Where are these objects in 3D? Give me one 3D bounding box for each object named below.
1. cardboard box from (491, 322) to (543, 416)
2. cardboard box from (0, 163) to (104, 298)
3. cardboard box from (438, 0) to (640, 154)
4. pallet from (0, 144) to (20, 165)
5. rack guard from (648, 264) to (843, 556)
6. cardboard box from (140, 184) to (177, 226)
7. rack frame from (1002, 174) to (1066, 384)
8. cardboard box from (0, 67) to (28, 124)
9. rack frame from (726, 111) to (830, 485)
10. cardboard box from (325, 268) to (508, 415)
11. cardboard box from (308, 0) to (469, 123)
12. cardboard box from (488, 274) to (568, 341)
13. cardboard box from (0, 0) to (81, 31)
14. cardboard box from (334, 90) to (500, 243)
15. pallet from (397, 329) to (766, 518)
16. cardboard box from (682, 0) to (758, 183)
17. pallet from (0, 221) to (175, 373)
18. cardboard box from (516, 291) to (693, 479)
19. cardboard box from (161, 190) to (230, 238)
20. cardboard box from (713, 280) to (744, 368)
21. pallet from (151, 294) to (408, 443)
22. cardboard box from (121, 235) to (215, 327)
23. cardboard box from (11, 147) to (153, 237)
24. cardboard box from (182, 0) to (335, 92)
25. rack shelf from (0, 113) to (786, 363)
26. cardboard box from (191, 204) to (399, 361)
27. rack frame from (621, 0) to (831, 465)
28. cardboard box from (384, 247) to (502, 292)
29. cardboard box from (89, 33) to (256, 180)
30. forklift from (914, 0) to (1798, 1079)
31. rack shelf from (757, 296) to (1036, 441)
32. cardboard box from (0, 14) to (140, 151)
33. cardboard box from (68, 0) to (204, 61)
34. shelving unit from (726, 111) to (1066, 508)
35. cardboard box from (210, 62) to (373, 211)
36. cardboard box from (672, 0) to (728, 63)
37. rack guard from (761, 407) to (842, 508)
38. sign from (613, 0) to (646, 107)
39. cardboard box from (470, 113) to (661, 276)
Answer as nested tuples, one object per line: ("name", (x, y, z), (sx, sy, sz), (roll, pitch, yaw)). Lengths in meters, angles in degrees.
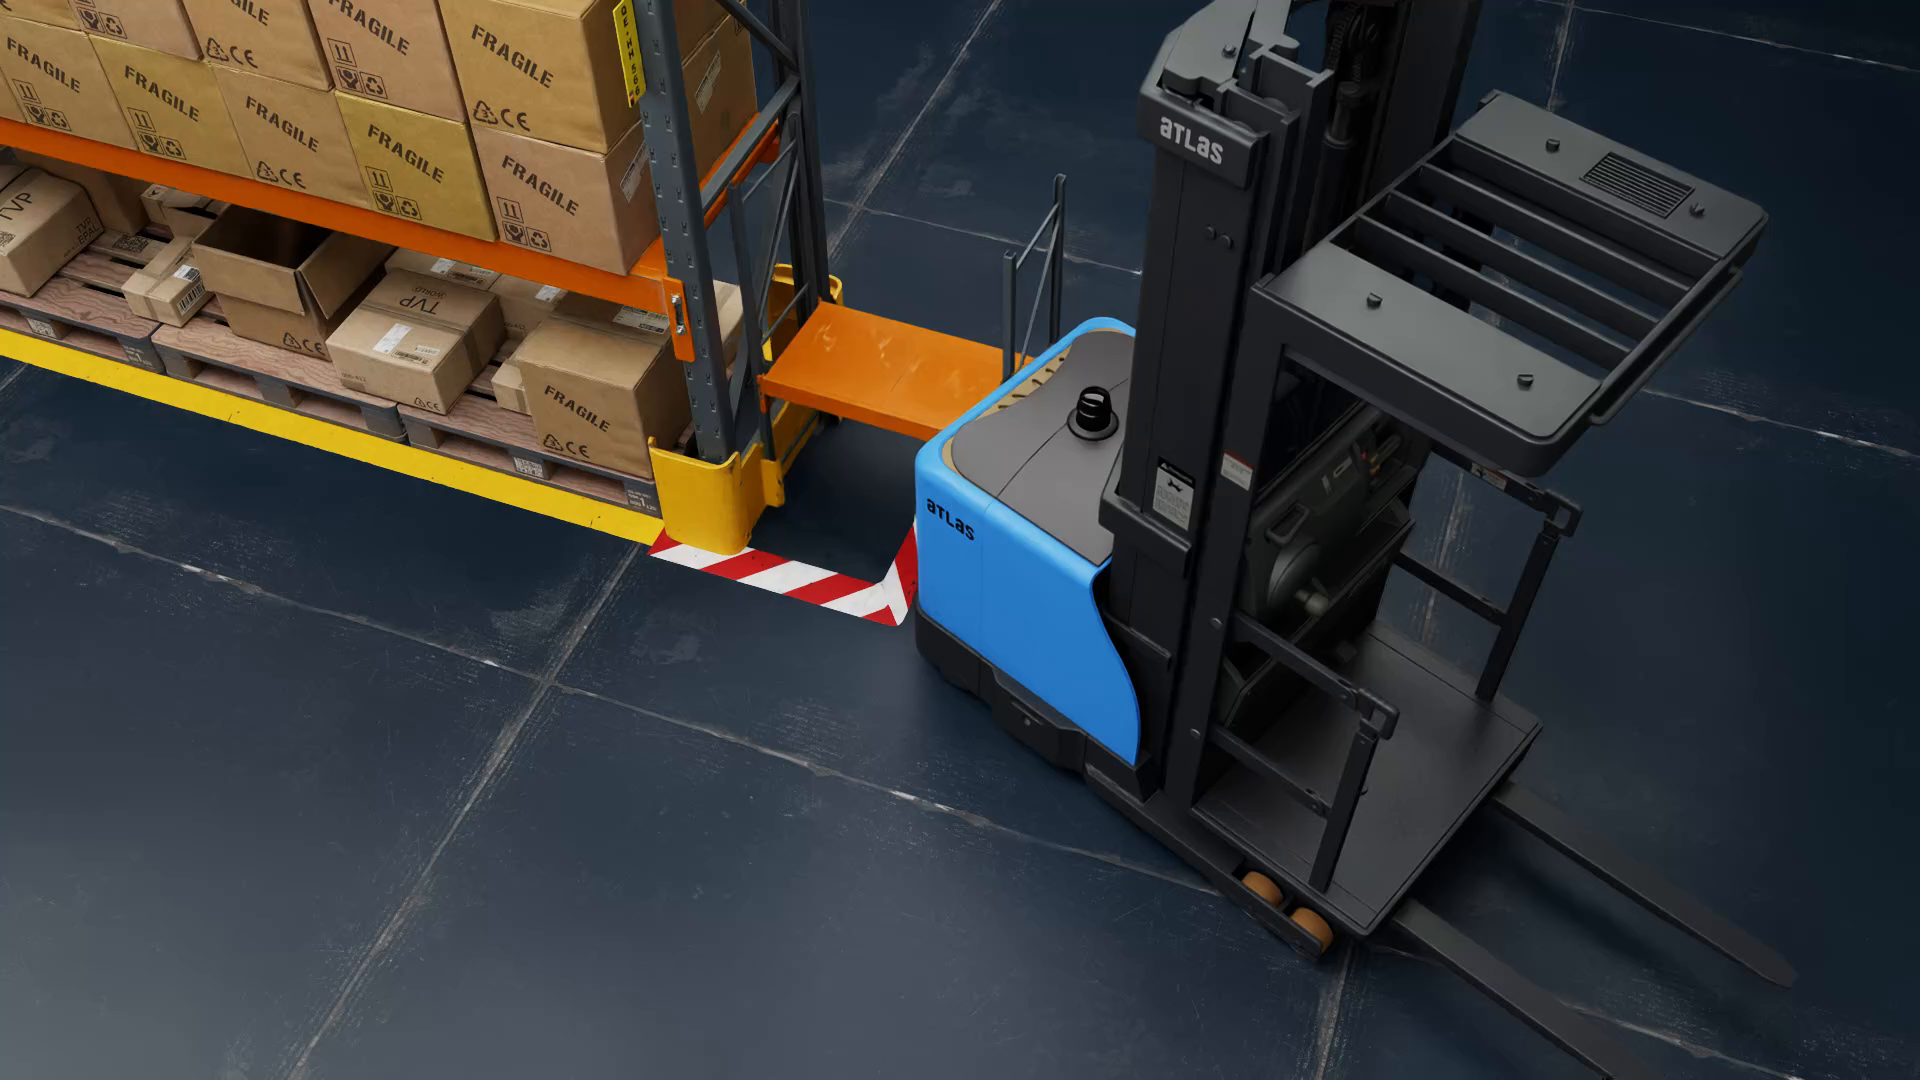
("cardboard box", (-1.706, -0.699, 6.822), (0.250, 0.166, 0.380), (16, 51, 13))
("cardboard box", (-4.195, -1.393, 7.327), (0.500, 0.311, 0.500), (16, 51, 13))
("cardboard box", (-1.274, -1.628, 5.314), (0.500, 0.500, 0.500), (15, 51, 13))
("pallet", (-5.290, -1.666, 7.921), (1.213, 0.211, 1.003), (16, 51, 13))
("rack guard", (-0.833, -0.547, 6.760), (0.348, 0.500, 1.175), (16, 51, 13))
("cardboard box", (-3.508, -1.600, 7.614), (0.250, 0.149, 0.380), (16, 51, 13))
("rack frame", (0.261, -0.568, 6.071), (0.032, 1.500, 0.500), (17, 50, 16))
("cardboard box", (-3.649, -1.967, 6.271), (0.500, 0.500, 0.500), (16, 51, 14))
("rack frame", (-0.674, -0.853, 6.352), (0.032, 1.500, 0.500), (17, 50, 16))
("cardboard box", (-2.238, -0.827, 6.877), (0.500, 0.250, 0.500), (16, 51, 13))
("cardboard box", (-1.748, -1.759, 5.428), (0.500, 0.500, 0.500), (17, 51, 14))
("cardboard box", (-1.642, -1.064, 7.082), (0.500, 0.250, 0.500), (16, 51, 13))
("cardboard box", (-3.203, -2.161, 5.777), (0.500, 0.500, 0.500), (14, 51, 12))
("cardboard box", (-1.764, -1.436, 5.810), (0.500, 0.500, 0.500), (16, 51, 13))
("pallet", (-1.581, -0.660, 7.049), (1.213, 0.211, 1.003), (16, 51, 13))
("cardboard box", (-1.086, -1.682, 6.023), (0.500, 0.500, 0.500), (17, 51, 14))
("pallet", (-3.870, -1.299, 7.603), (1.213, 0.211, 1.003), (16, 51, 13))
("cardboard box", (-1.357, -0.639, 6.548), (0.500, 0.500, 0.500), (16, 51, 13))
("cardboard box", (-3.177, -1.512, 7.430), (0.500, 0.311, 0.500), (16, 51, 13))
("cardboard box", (-1.035, -0.909, 7.015), (0.250, 0.149, 0.380), (16, 51, 13))
("pallet", (-2.721, -0.981, 7.327), (1.213, 0.211, 1.003), (16, 51, 13))
("cardboard box", (-3.380, -1.127, 7.192), (0.250, 0.166, 0.380), (16, 51, 13))
("cardboard box", (-3.881, -1.770, 7.529), (0.500, 0.500, 0.500), (16, 51, 13))
("cardboard box", (-2.236, -1.892, 5.543), (0.500, 0.500, 0.500), (17, 51, 14))
("rack shelf", (-2.638, -1.634, 6.524), (4.000, 0.370, 1.077), (16, 51, 13))
("cardboard box", (-2.750, -1.231, 7.060), (0.637, 0.503, 0.797), (16, 51, 13))
("rack frame", (-0.761, -1.346, 5.798), (0.127, 3.000, 1.000), (16, 51, 13))
("cardboard box", (-2.111, -1.195, 7.195), (0.500, 0.250, 0.500), (16, 51, 13))
("cardboard box", (-2.703, -1.703, 6.041), (0.500, 0.500, 0.500), (15, 51, 13))
("forklift", (1.260, -0.053, 4.723), (3.031, 2.935, 1.130), (35, 57, 26))
("rack shelf", (-0.204, -0.588, 6.344), (1.000, 0.185, 0.538), (17, 50, 16))
("cardboard box", (-3.180, -1.835, 6.156), (0.500, 0.500, 0.500), (15, 51, 13))
("cardboard box", (-2.718, -2.026, 5.660), (0.500, 0.500, 0.500), (17, 51, 14))
("shelving unit", (-0.198, -0.708, 6.209), (1.083, 1.500, 0.587), (17, 50, 16))
("cardboard box", (-2.230, -1.571, 5.927), (0.500, 0.500, 0.500), (16, 51, 13))
("cardboard box", (-1.086, -2.009, 5.645), (0.500, 0.500, 0.500), (17, 51, 14))
("rack guard", (-0.649, -0.422, 6.804), (0.087, 0.250, 0.587), (17, 50, 16))
("sign", (-0.973, -1.440, 4.904), (0.005, 0.325, 0.100), (16, 51, 13))
("cardboard box", (-1.276, -1.303, 5.695), (0.500, 0.500, 0.500), (17, 51, 14))
